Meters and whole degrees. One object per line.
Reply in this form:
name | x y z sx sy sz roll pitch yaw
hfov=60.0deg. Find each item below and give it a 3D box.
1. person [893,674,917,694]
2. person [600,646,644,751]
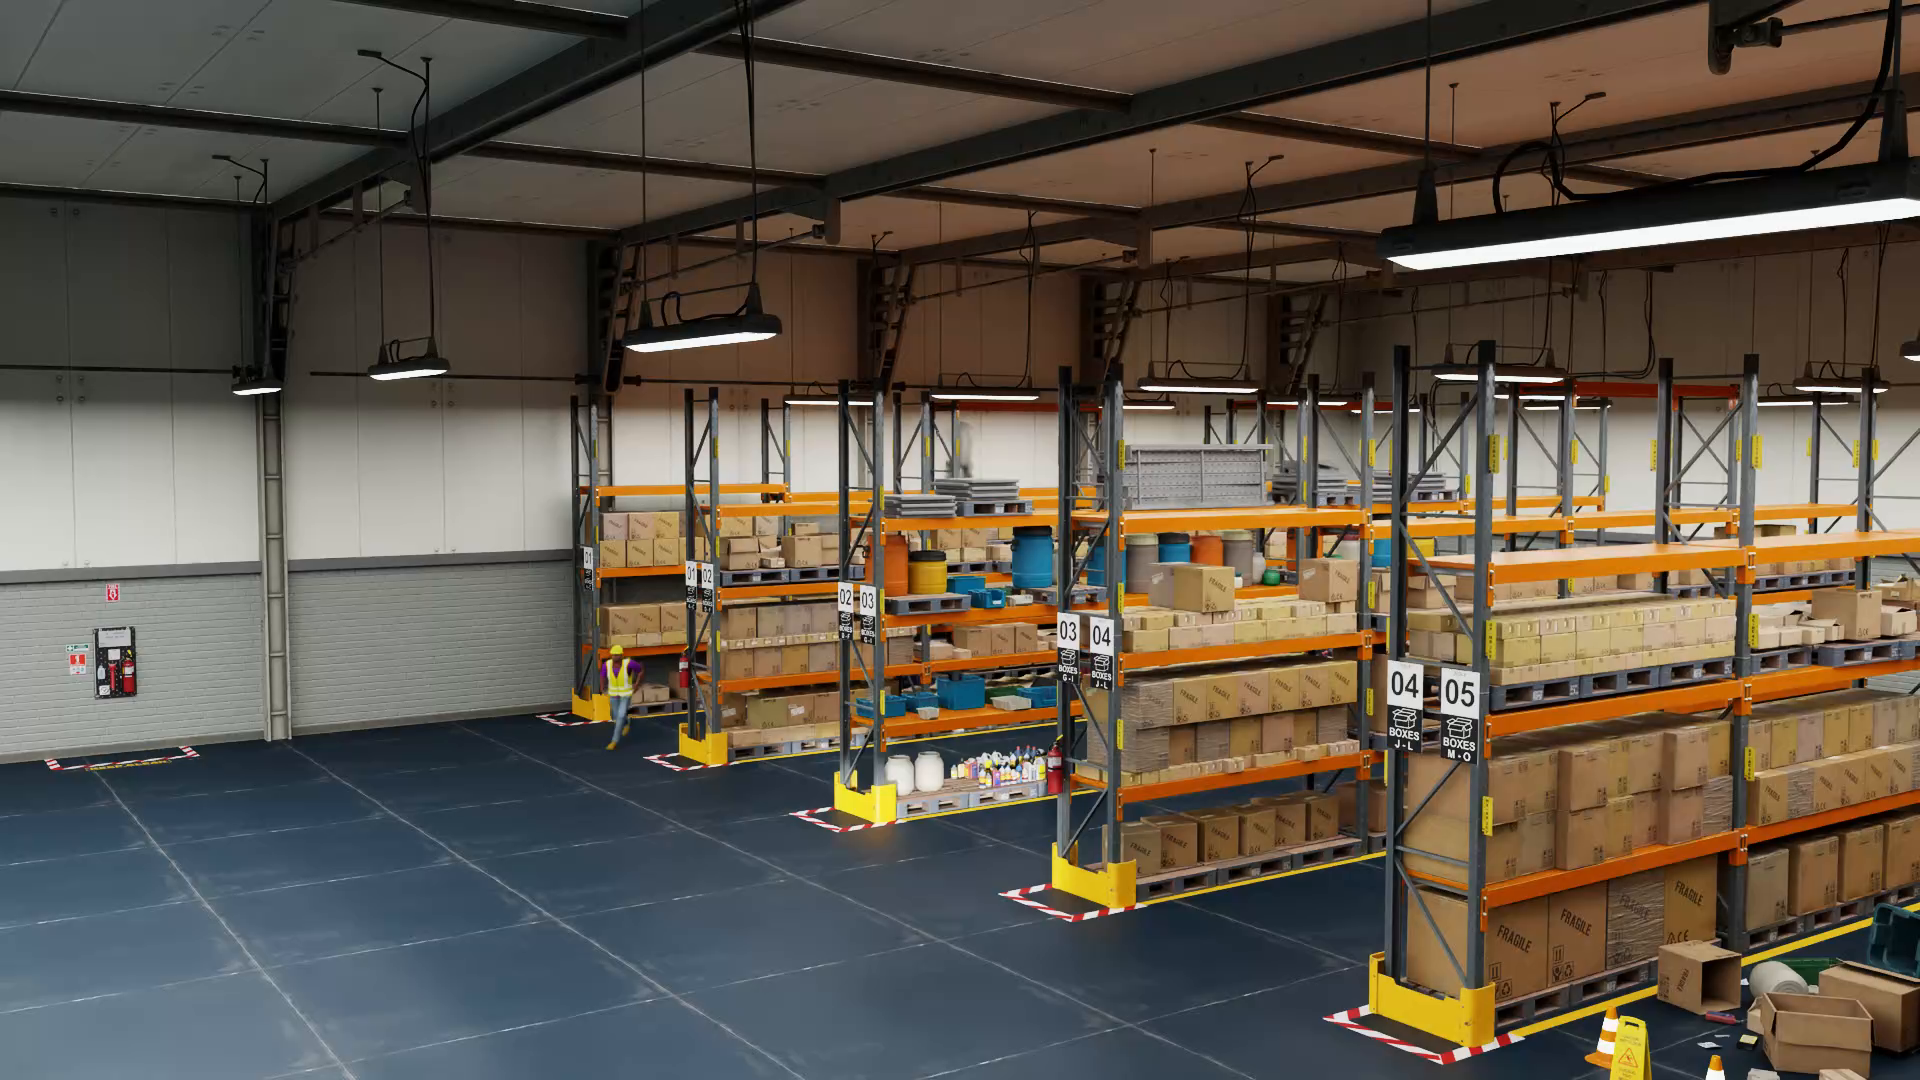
person | -1.111 2.498 32.029 0.637 1.482 0.861 2 4 35
person | -5.700 2.612 28.003 0.731 1.720 1.073 0 3 5
